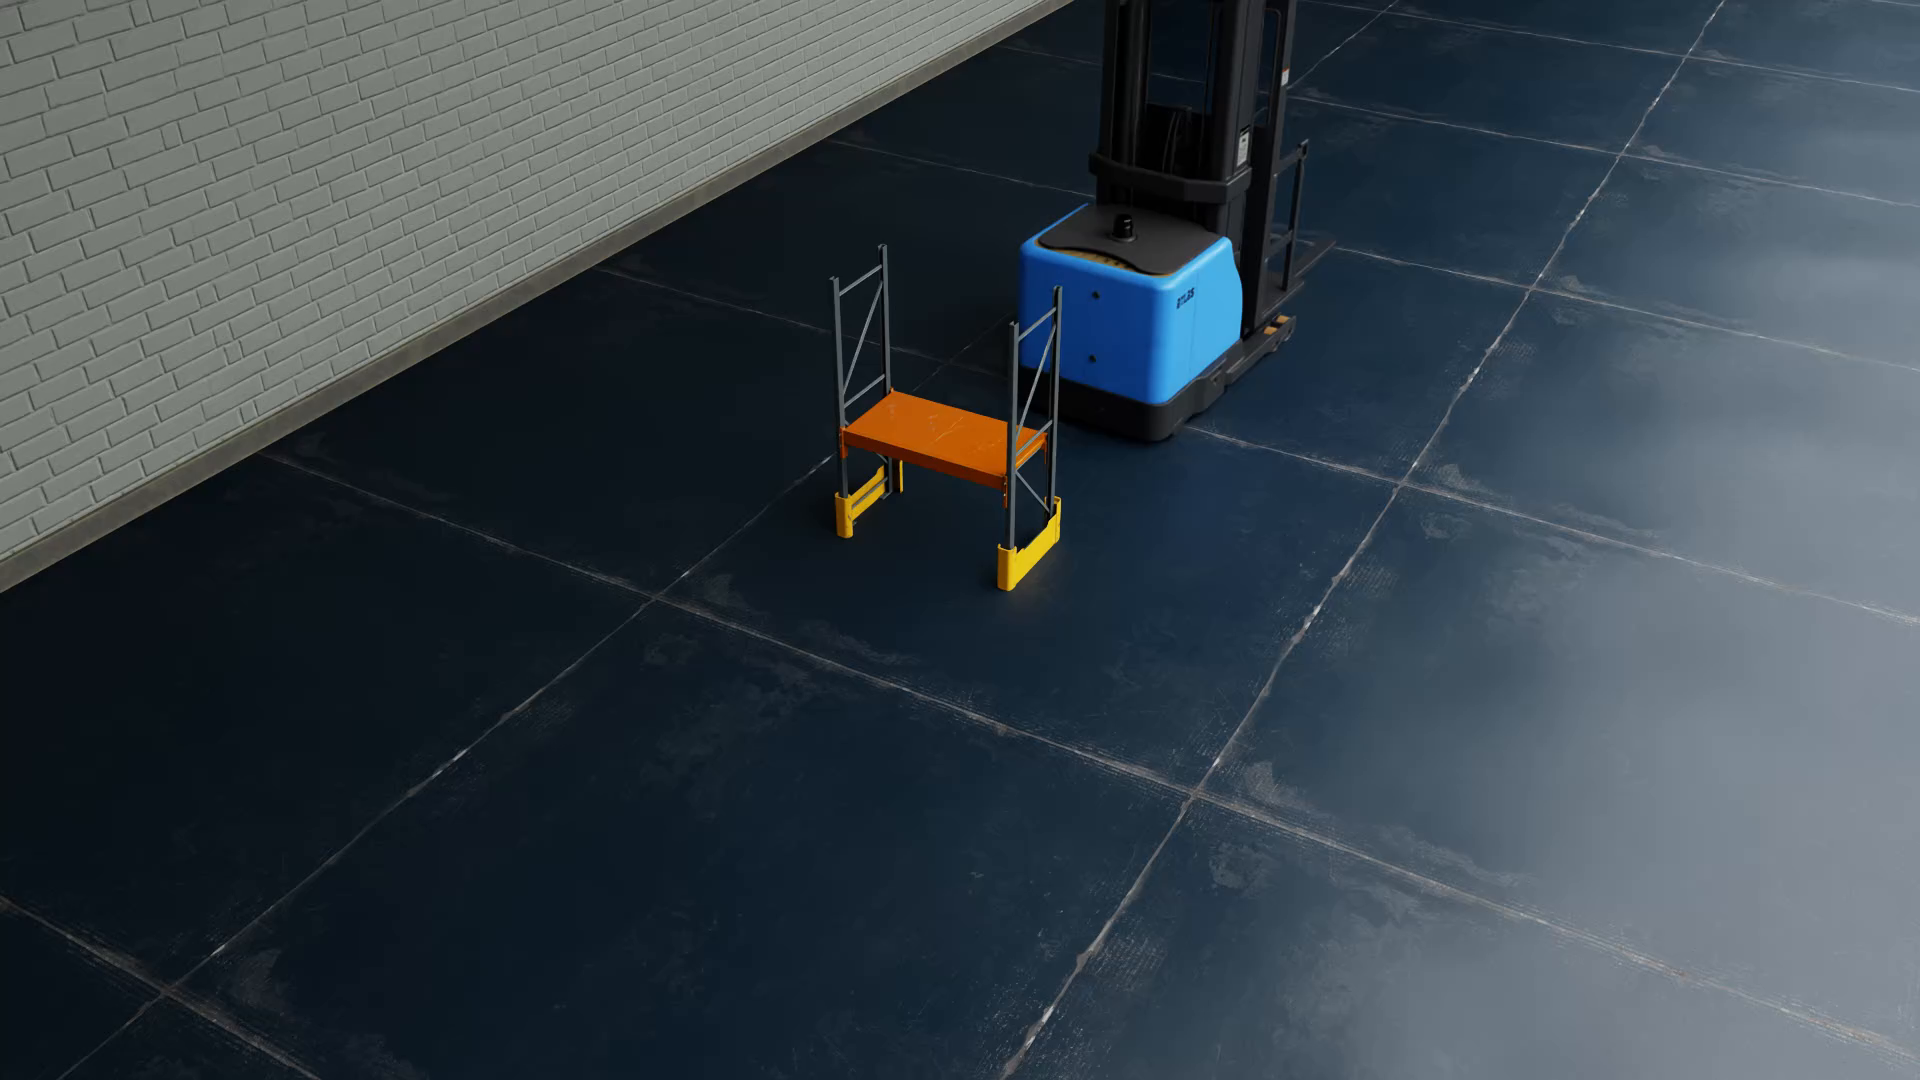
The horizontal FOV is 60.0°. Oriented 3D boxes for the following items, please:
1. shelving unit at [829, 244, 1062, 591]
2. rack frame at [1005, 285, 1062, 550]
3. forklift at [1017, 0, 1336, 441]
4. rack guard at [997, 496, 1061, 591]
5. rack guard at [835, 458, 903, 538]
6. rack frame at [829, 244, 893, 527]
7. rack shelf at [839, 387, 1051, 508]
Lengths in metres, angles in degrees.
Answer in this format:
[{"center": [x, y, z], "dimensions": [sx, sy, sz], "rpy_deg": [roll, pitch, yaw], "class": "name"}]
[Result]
[{"center": [-0.066, -0.645, 8.637], "dimensions": [1.083, 1.500, 0.587], "rpy_deg": [18, 37, 24], "class": "shelving unit"}, {"center": [0.367, -0.508, 8.431], "dimensions": [0.032, 1.500, 0.500], "rpy_deg": [18, 37, 24], "class": "rack frame"}, {"center": [1.562, -2.578, 10.248], "dimensions": [1.130, 2.935, 3.031], "rpy_deg": [20, 39, 27], "class": "forklift"}, {"center": [0.366, 0.012, 8.778], "dimensions": [0.087, 0.250, 0.587], "rpy_deg": [18, 37, 24], "class": "rack guard"}, {"center": [-0.499, -0.262, 9.189], "dimensions": [0.087, 0.250, 0.587], "rpy_deg": [18, 37, 24], "class": "rack guard"}, {"center": [-0.515, -0.788, 8.850], "dimensions": [0.032, 1.500, 0.500], "rpy_deg": [18, 37, 24], "class": "rack frame"}, {"center": [-0.074, -0.498, 8.740], "dimensions": [1.000, 0.185, 0.538], "rpy_deg": [18, 37, 24], "class": "rack shelf"}]
